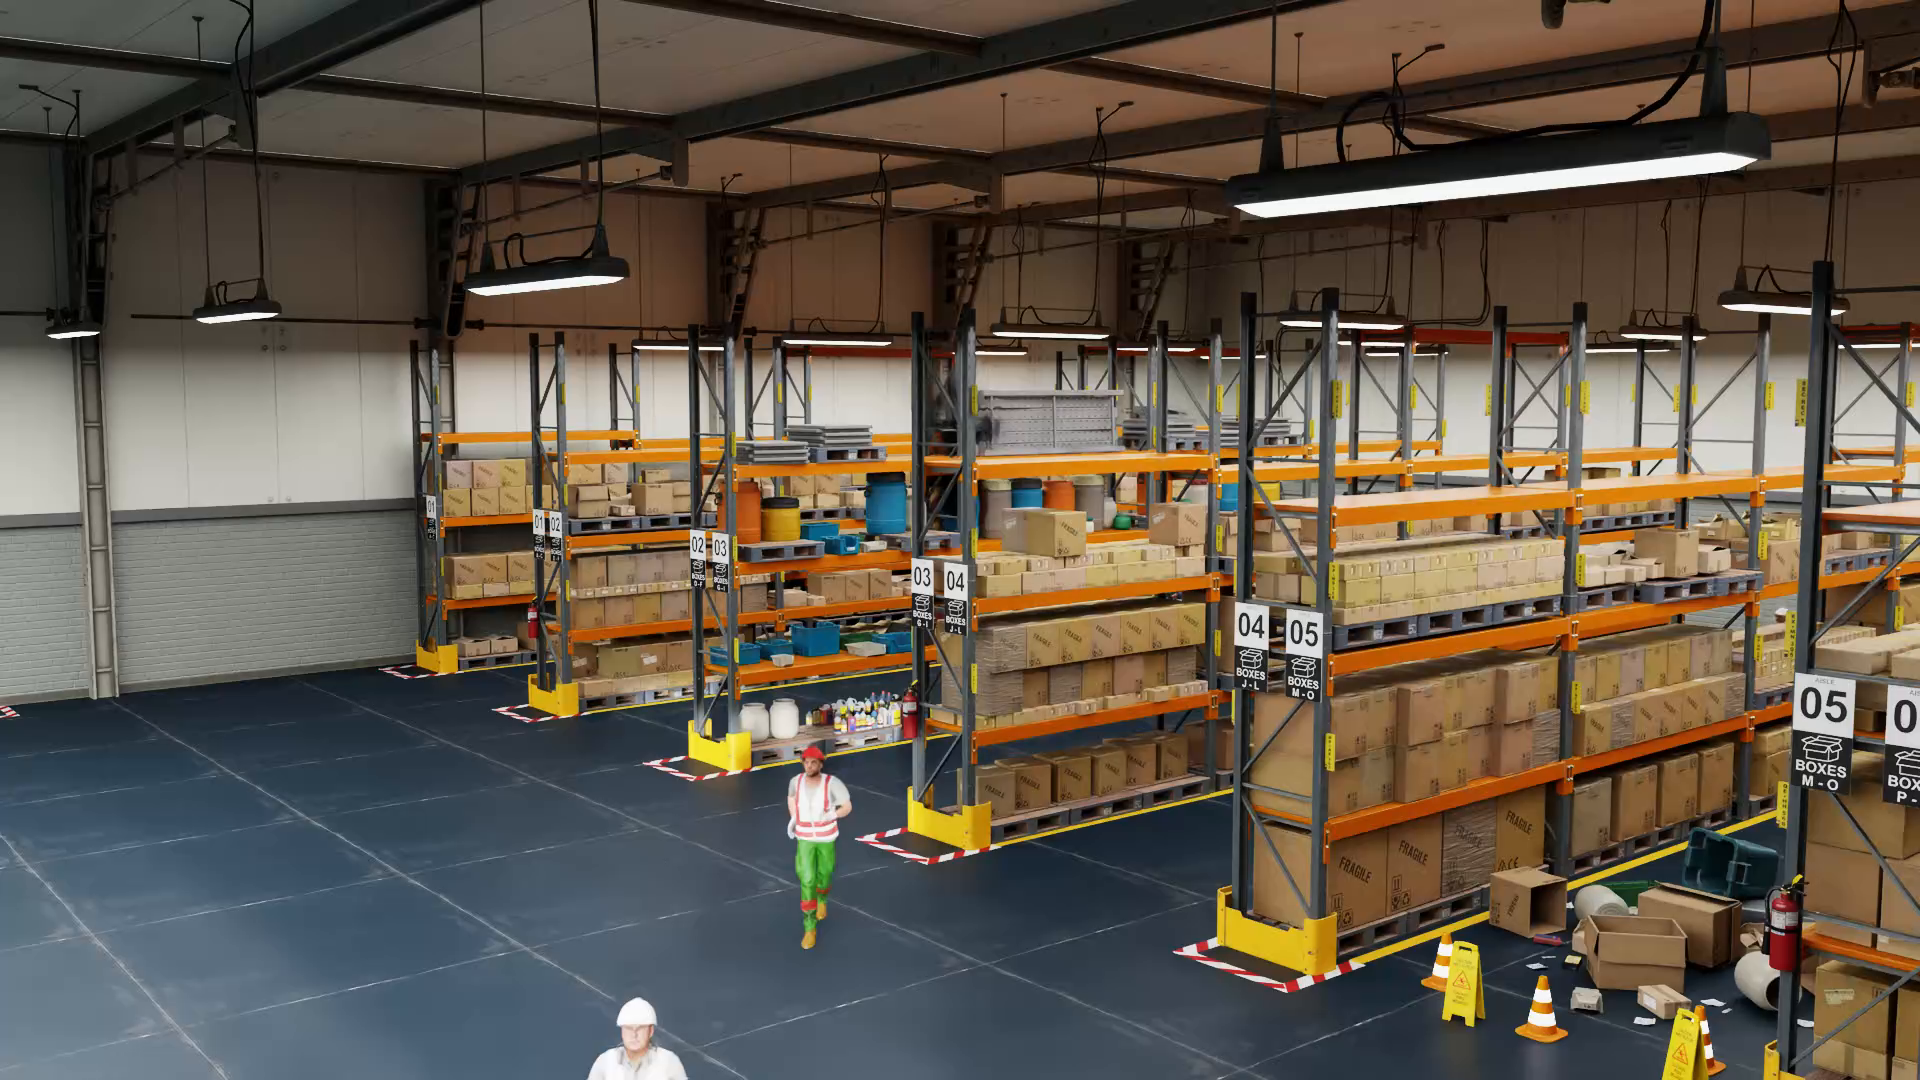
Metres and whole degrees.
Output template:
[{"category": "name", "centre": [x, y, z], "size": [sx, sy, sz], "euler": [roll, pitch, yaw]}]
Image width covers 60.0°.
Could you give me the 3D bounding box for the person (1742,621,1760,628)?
[{"category": "person", "centre": [11.714, 2.039, 24.550], "size": [0.803, 1.757, 0.707], "euler": [-4, 7, -39]}]

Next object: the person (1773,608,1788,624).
[{"category": "person", "centre": [12.611, 1.941, 25.433], "size": [0.762, 1.823, 0.682], "euler": [-3, 6, -31]}]

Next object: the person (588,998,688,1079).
[{"category": "person", "centre": [-1.839, 3.443, 9.327], "size": [0.596, 1.723, 0.600], "euler": [0, 5, -5]}]

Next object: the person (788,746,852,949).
[{"category": "person", "centre": [-1.328, 2.822, 15.639], "size": [0.633, 1.805, 0.928], "euler": [0, 5, 2]}]
